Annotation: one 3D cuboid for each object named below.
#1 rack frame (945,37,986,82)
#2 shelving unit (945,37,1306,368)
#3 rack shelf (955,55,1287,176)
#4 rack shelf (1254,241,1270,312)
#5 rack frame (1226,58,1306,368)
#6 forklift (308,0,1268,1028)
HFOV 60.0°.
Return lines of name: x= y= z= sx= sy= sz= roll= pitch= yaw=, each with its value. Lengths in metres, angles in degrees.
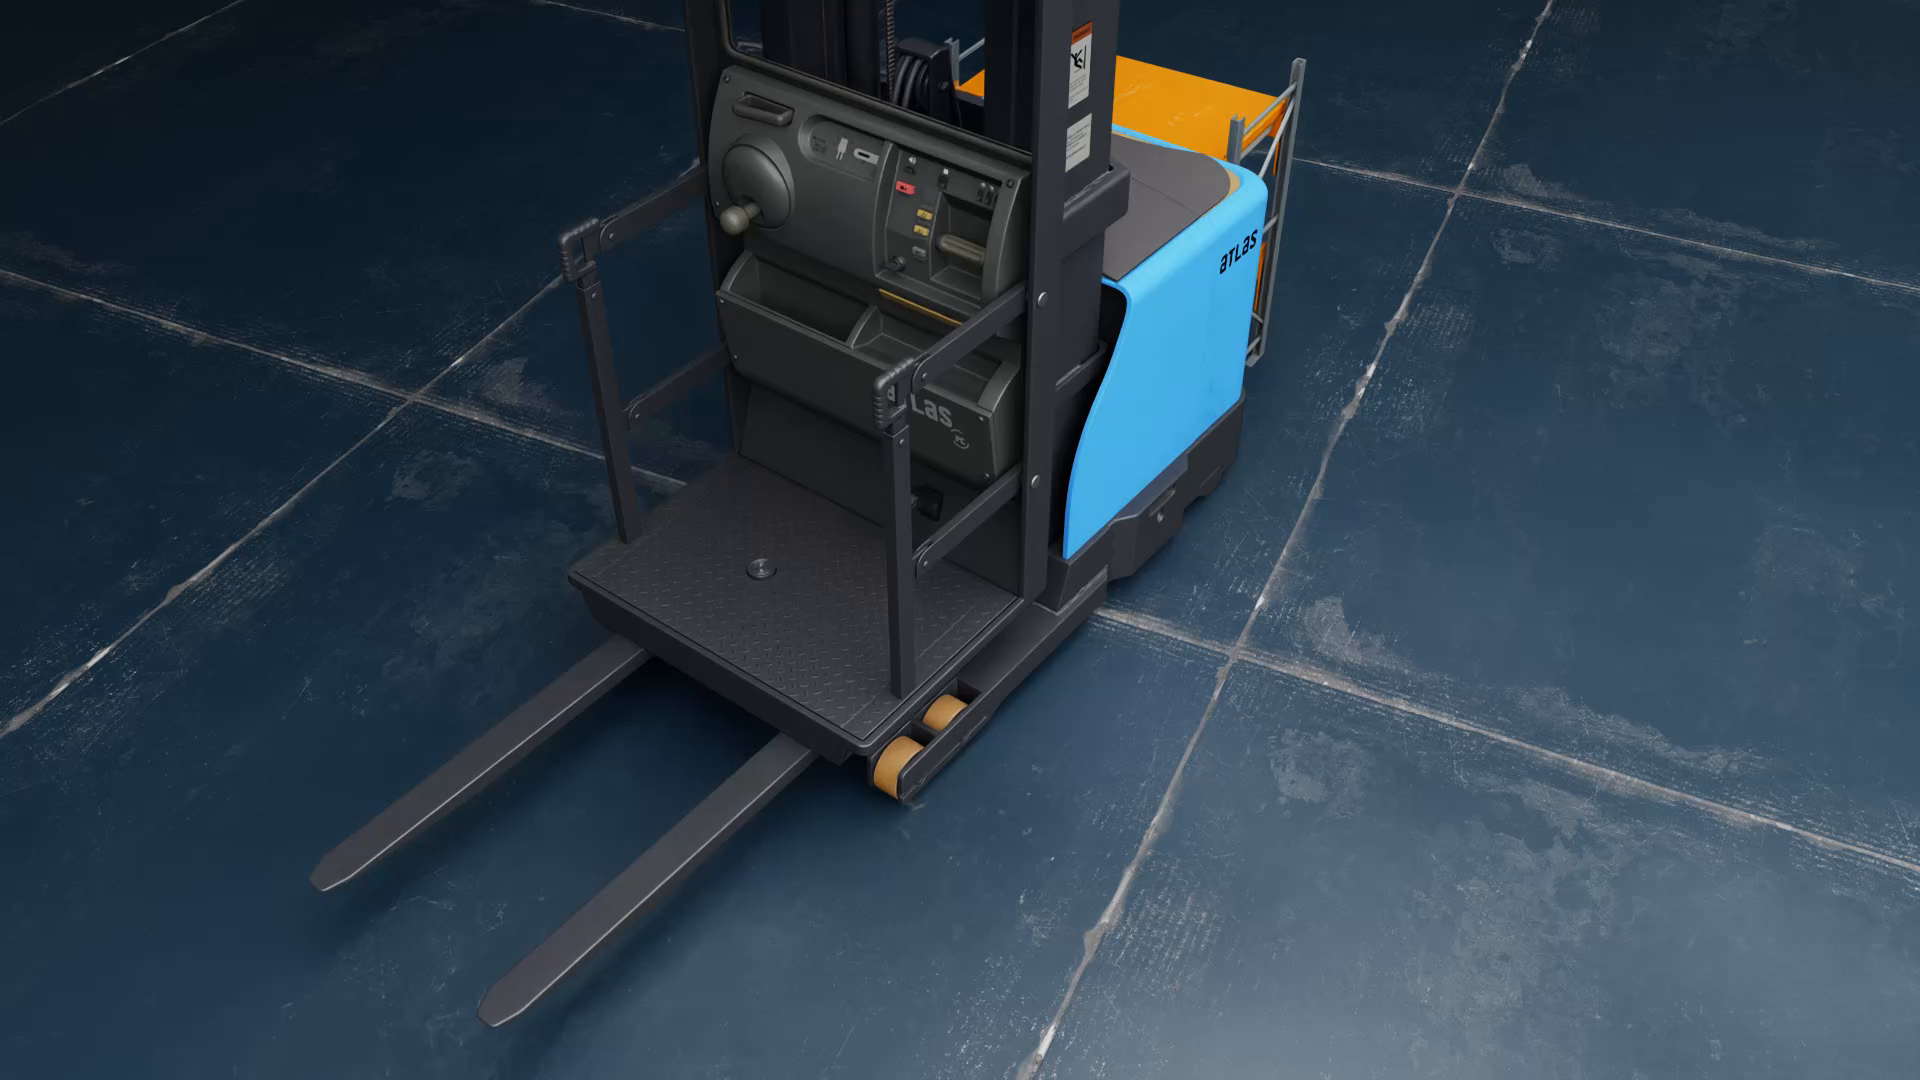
rack frame: x=0.098 y=-1.327 z=5.923 sx=0.032 sy=1.125 sz=0.500 roll=22 pitch=46 yaw=24
shelving unit: x=0.528 y=-1.149 z=5.717 sx=1.048 sy=1.125 sz=0.538 roll=22 pitch=46 yaw=24
rack shelf: x=0.528 y=-1.371 z=5.526 sx=1.000 sy=0.278 sz=0.538 roll=22 pitch=46 yaw=24
rack shelf: x=0.528 y=-0.965 z=5.877 sx=1.000 sy=0.278 sz=0.538 roll=22 pitch=46 yaw=24
rack frame: x=0.958 y=-0.972 z=5.512 sx=0.032 sy=1.125 sz=0.500 roll=22 pitch=46 yaw=24
forklift: x=-0.378 y=-0.783 z=3.915 sx=1.130 sy=2.935 sz=3.031 roll=27 pitch=47 yaw=27
